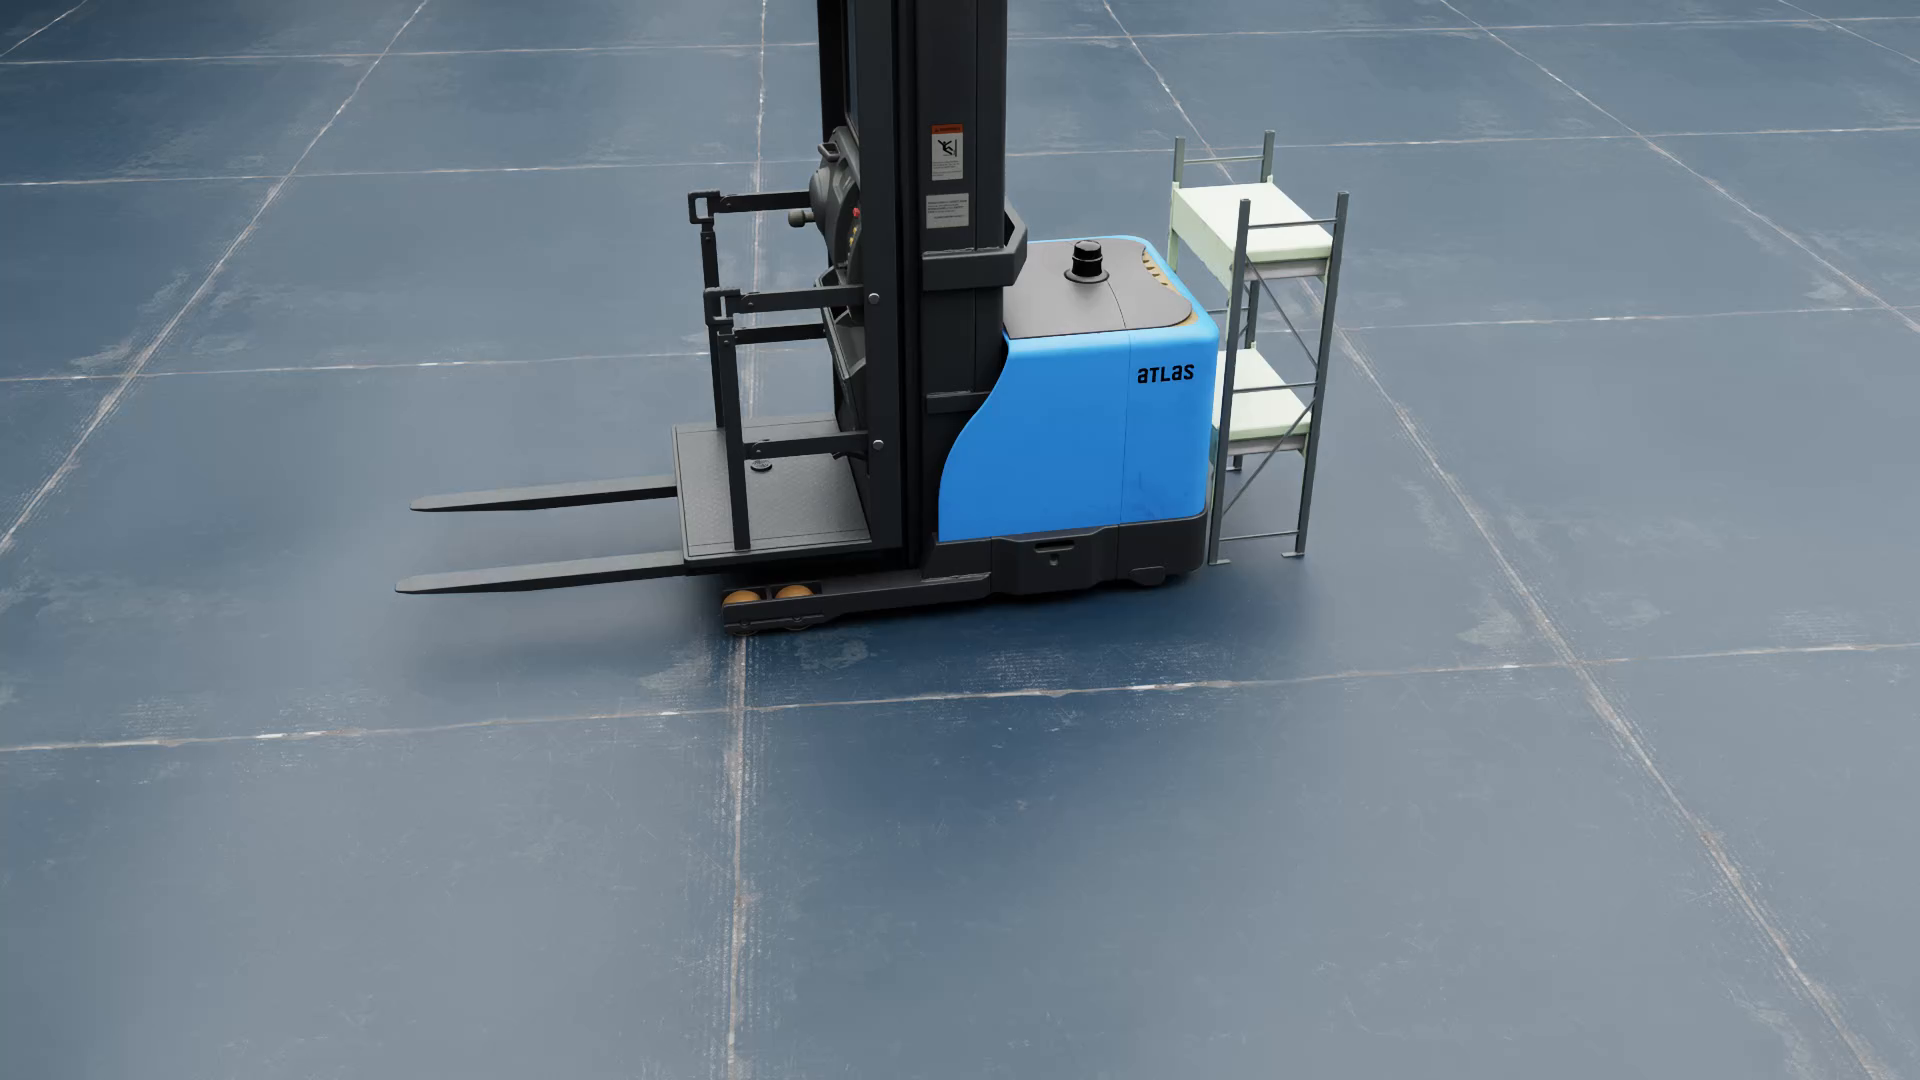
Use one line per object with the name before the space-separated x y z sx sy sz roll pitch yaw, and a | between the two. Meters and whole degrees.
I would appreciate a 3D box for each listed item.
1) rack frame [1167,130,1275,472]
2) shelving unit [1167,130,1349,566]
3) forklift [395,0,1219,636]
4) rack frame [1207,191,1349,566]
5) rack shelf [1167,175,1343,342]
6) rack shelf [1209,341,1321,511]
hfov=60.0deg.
rack frame | 1.033 -0.935 6.852 0.400 1.500 0.023 -6 31 -10
shelving unit | 1.106 -0.751 6.544 0.431 1.500 0.755 -6 31 -10
forklift | -0.619 -1.197 5.896 3.031 2.935 1.130 -6 31 -9
rack frame | 1.179 -0.567 6.237 0.400 1.500 0.023 -6 31 -10
rack shelf | 1.106 -1.086 6.344 0.431 0.370 0.720 -6 31 -10
rack shelf | 1.106 -0.471 6.712 0.431 0.370 0.720 -6 31 -10
